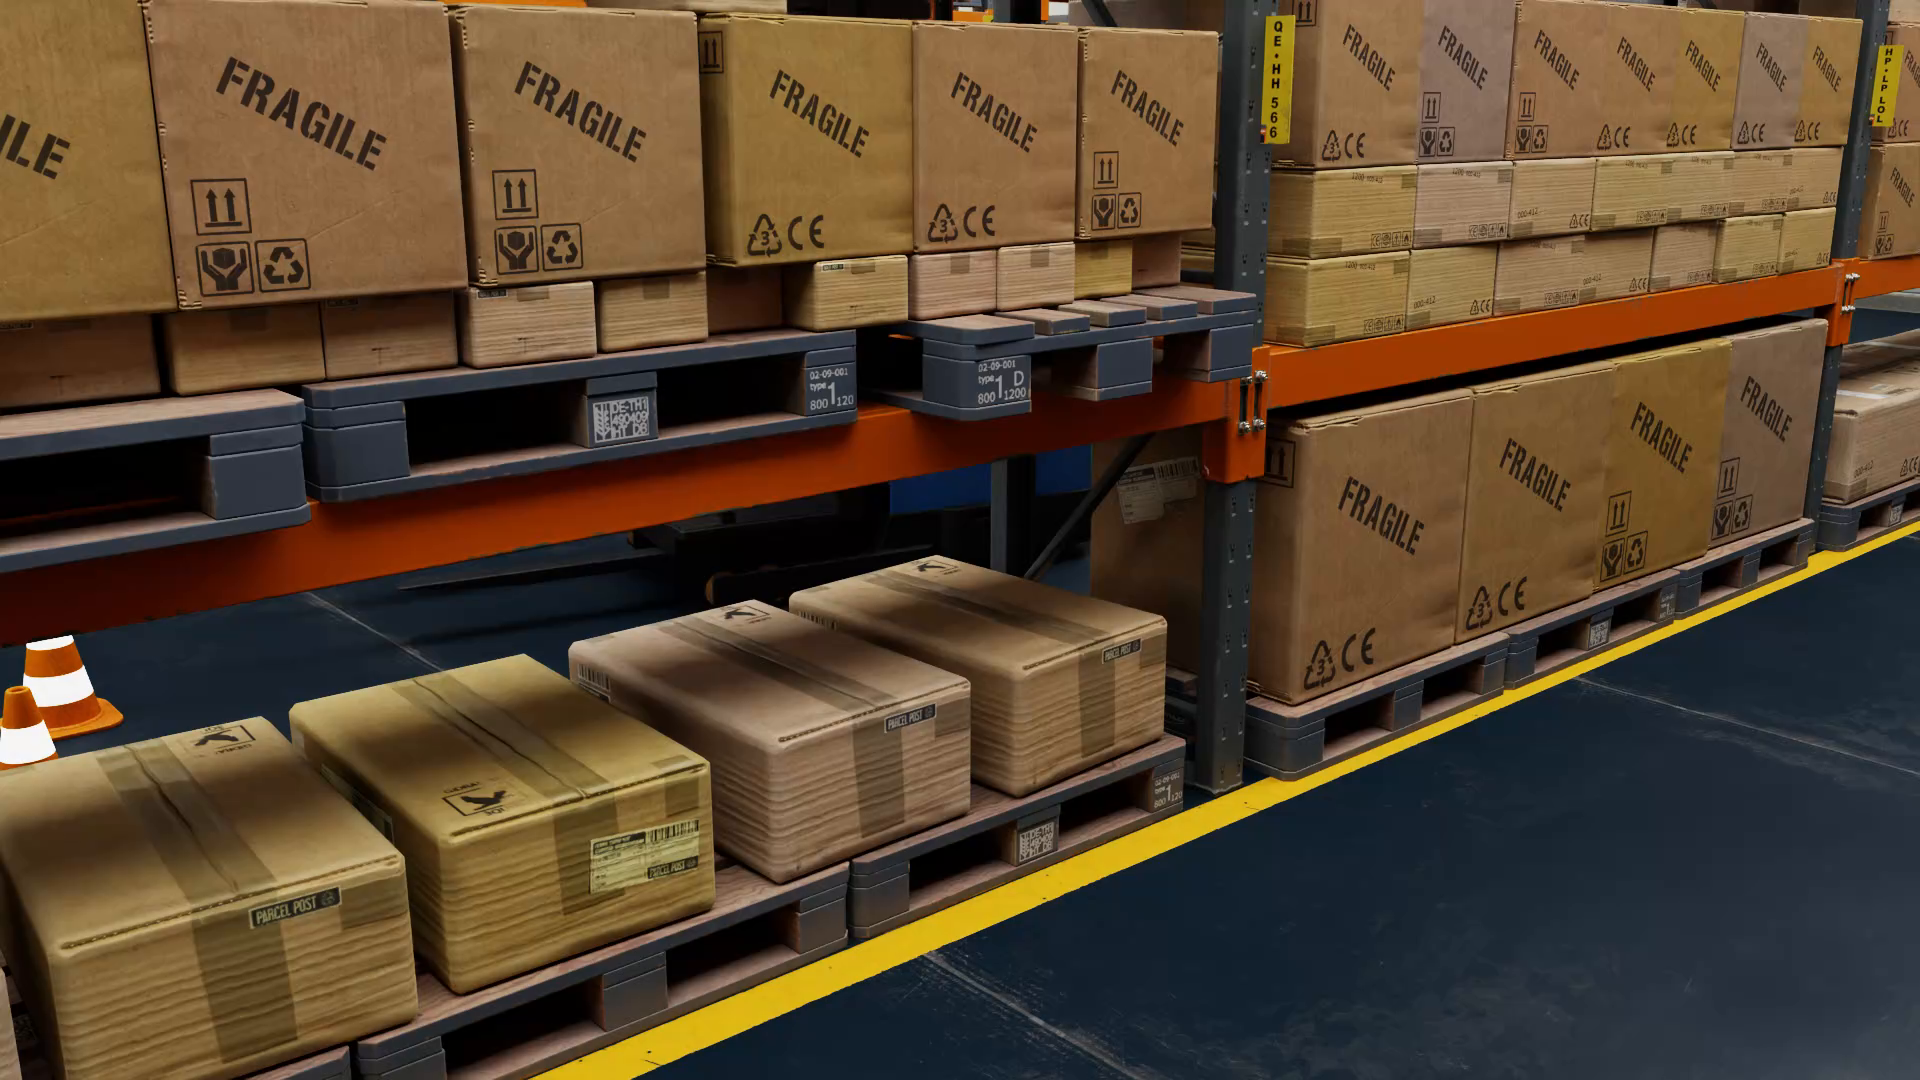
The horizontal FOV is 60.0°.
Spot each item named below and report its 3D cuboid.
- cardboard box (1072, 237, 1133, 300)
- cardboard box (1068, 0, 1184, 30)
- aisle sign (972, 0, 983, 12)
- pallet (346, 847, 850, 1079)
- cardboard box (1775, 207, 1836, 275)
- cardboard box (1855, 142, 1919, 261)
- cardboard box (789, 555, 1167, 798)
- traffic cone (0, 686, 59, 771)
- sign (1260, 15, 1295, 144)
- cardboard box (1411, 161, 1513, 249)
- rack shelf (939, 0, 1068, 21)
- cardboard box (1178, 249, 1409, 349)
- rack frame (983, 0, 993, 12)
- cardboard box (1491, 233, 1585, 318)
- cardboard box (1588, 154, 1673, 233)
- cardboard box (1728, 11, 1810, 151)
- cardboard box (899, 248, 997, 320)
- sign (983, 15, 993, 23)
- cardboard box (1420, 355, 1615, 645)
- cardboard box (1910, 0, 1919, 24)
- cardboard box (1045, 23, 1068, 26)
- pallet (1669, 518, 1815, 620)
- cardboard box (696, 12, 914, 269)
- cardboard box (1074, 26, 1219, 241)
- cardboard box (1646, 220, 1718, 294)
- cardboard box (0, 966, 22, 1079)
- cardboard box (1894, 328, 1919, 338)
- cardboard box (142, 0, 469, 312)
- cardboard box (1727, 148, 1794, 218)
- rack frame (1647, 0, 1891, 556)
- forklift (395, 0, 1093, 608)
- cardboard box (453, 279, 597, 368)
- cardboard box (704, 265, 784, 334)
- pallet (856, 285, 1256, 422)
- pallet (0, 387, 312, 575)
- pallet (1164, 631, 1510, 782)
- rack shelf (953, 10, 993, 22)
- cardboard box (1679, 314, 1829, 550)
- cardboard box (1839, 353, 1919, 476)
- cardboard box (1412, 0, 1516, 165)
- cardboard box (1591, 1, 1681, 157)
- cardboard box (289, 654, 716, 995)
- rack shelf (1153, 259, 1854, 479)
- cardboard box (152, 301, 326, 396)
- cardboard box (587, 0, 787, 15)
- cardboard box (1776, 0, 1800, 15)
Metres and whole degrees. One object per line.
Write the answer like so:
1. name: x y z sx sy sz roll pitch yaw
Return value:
1. cardboard box: 0.225 -0.717 4.294 0.250 0.149 0.380 -12 19 -39
2. cardboard box: 0.690 -1.466 5.294 0.500 0.500 0.500 -13 20 -41
3. aisle sign: 0.253 -5.290 16.706 0.004 0.787 0.394 -13 19 -39
4. pallet: -1.038 0.889 4.013 1.213 0.211 1.003 -13 19 -39
5. cardboard box: 3.317 -1.276 7.006 0.500 0.250 0.500 -13 20 -41
6. cardboard box: 4.016 -1.551 7.548 0.500 0.500 0.500 -12 19 -38
7. cardboard box: 0.039 0.364 4.852 0.625 0.372 0.950 -14 21 -43
8. traffic cone: -2.529 0.625 4.515 0.334 0.463 0.336 -13 19 -39
9. sign: 0.835 -1.213 4.389 0.005 0.325 0.100 -13 19 -39
10. cardboard box: 1.407 -1.090 5.341 0.500 0.250 0.500 -12 19 -38
11. rack shelf: 1.673 -3.861 11.972 4.000 0.370 1.077 -13 19 -39
12. cardboard box: 1.006 -0.758 5.064 0.500 0.250 0.500 -13 20 -40
13. rack frame: 0.002 -4.081 17.214 0.127 3.000 1.000 -13 19 -39
14. cardboard box: 1.782 -0.936 5.731 0.500 0.250 0.500 -12 19 -38
15. cardboard box: 2.182 -1.256 5.960 0.500 0.250 0.500 -12 19 -38
16. cardboard box: 2.932 -1.791 6.513 0.500 0.500 0.500 -12 19 -38
17. cardboard box: -0.131 -0.624 3.948 0.250 0.149 0.380 -14 20 -42
18. sign: 0.105 -1.463 5.171 0.005 0.325 0.100 -13 19 -39
19. cardboard box: 1.723 -0.224 6.078 0.875 0.875 0.875 -12 19 -39
20. cardboard box: 4.081 -2.368 7.414 0.250 0.149 0.380 -12 19 -39
21. cardboard box: 0.664 -3.124 10.926 0.500 0.500 0.500 -12 19 -38
22. pallet: 2.957 0.019 7.270 1.213 0.211 1.003 -13 19 -39
23. cardboard box: -0.451 -0.884 3.665 0.500 0.500 0.500 -14 21 -43
24. cardboard box: 0.312 -1.060 4.321 0.500 0.500 0.500 -13 20 -41
25. cardboard box: 2.539 -1.108 6.377 0.500 0.250 0.500 -13 20 -41
26. cardboard box: -2.151 0.859 3.000 0.625 0.372 0.950 -12 19 -39
27. cardboard box: 6.075 -0.985 9.776 0.875 0.438 0.875 -14 20 -41
28. cardboard box: -1.244 -0.703 2.985 0.500 0.500 0.500 -13 20 -40
29. cardboard box: 2.944 -1.435 6.630 0.500 0.250 0.500 -12 19 -38
30. rack frame: 3.490 -1.474 7.455 0.127 3.000 1.000 -13 19 -39
31. forklift: -0.929 -1.281 6.865 3.031 2.935 1.130 -8 17 -28
32. cardboard box: -0.920 -0.447 3.286 0.250 0.149 0.380 -12 19 -37
33. cardboard box: -0.602 -0.557 3.695 0.250 0.149 0.380 -12 19 -39
34. pallet: 0.004 -0.562 4.413 1.003 0.211 1.213 -13 19 -39
35. pallet: -1.873 -0.127 2.784 1.213 0.211 1.003 -13 19 -39
36. pallet: 1.116 0.432 5.723 1.213 0.211 1.003 -13 19 -39
37. rack shelf: -1.507 -4.843 15.651 4.000 0.370 1.077 -13 19 -39
38. cardboard box: 3.074 -0.529 7.223 0.875 0.875 0.875 -12 19 -38
39. cardboard box: 4.709 -0.676 8.619 0.875 0.438 0.875 -13 20 -41
40. cardboard box: 1.373 -1.449 5.232 0.500 0.500 0.500 -13 19 -39
41. cardboard box: 2.156 -1.619 5.866 0.500 0.500 0.500 -12 19 -38
42. cardboard box: -1.088 0.618 3.901 0.625 0.372 0.950 -12 19 -38
43. rack shelf: 1.981 -0.787 6.279 4.000 0.370 1.077 -13 19 -39
44. cardboard box: -1.342 -0.371 2.999 0.250 0.149 0.380 -12 19 -39
45. cardboard box: -0.577 -1.172 3.485 0.250 0.149 0.380 -14 20 -42
46. cardboard box: 3.783 -2.456 7.744 0.250 0.149 0.380 -12 19 -38
